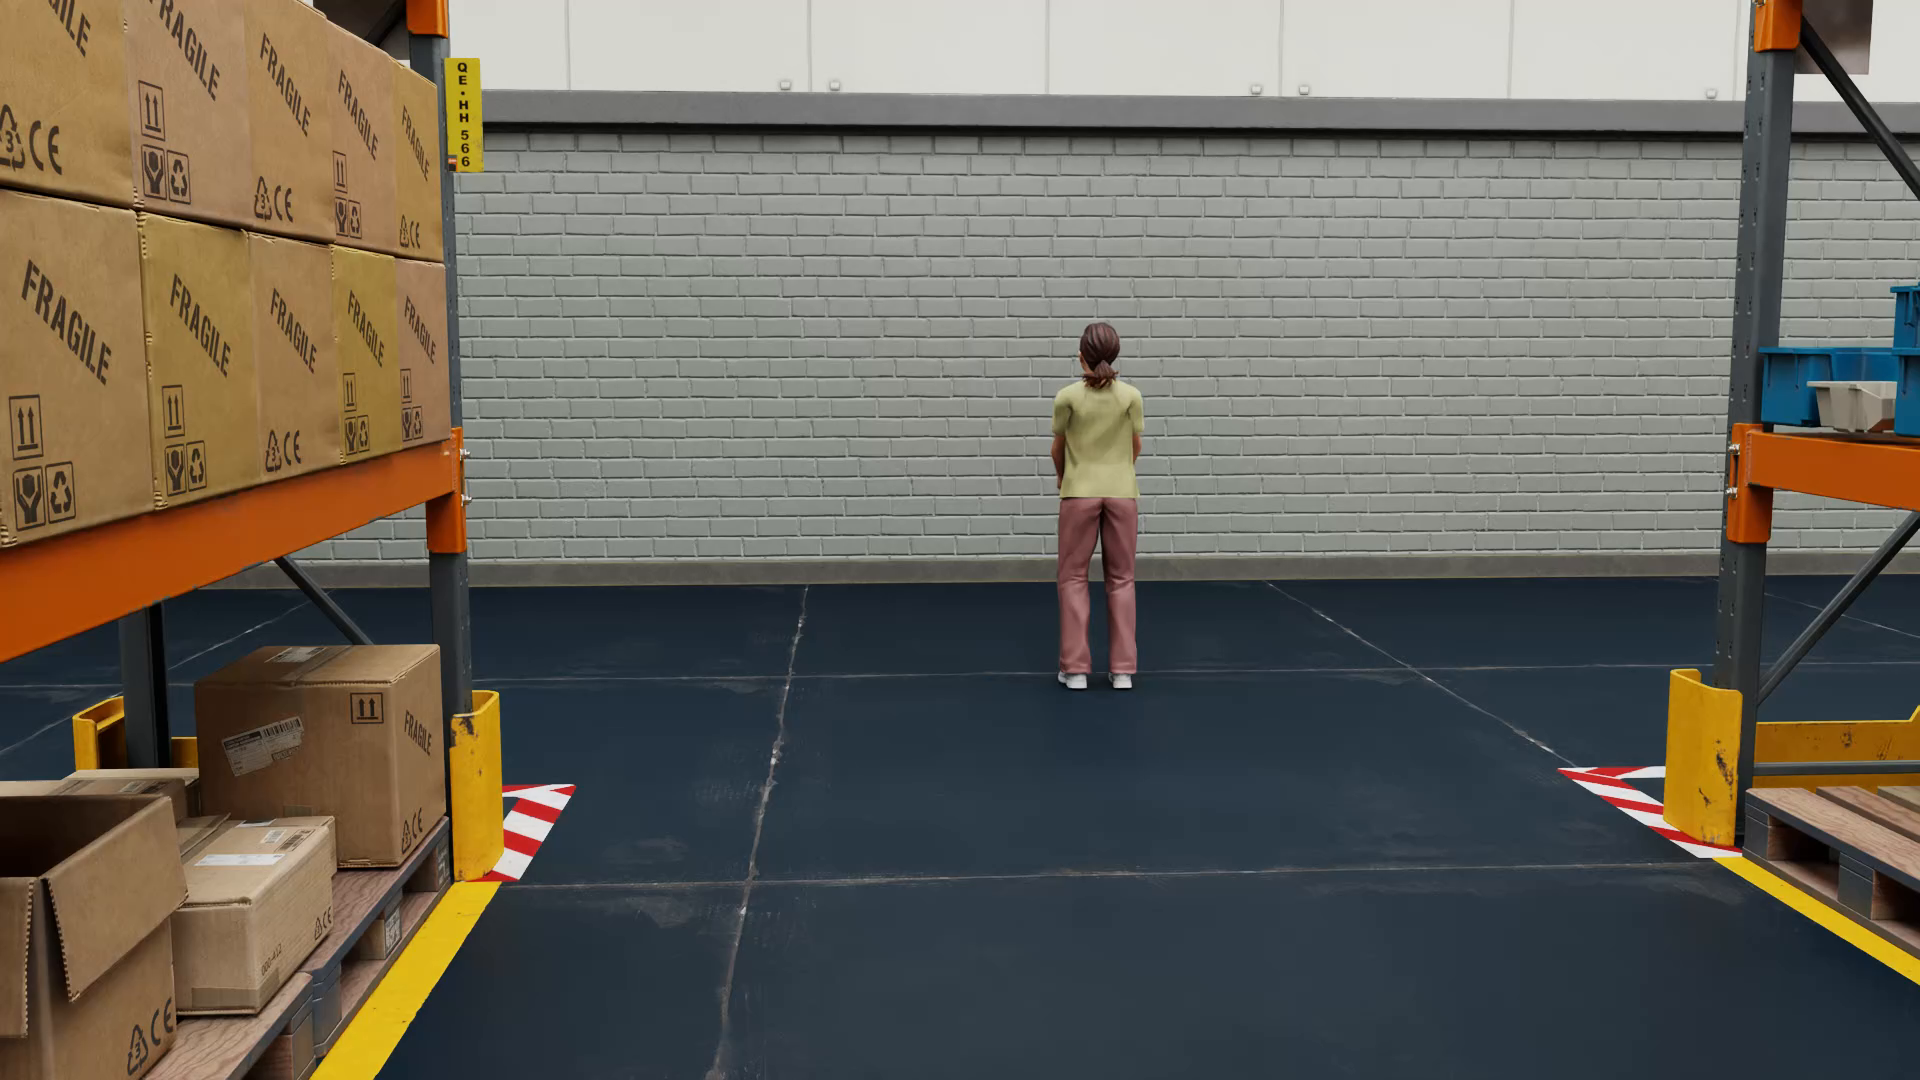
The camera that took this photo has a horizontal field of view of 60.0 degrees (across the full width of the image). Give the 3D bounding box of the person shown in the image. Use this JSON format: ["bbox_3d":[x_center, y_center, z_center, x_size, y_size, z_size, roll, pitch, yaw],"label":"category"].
[{"bbox_3d":[0.619,-0.161,7.623,0.428,1.662,0.559,0,7,-4],"label":"person"}]
